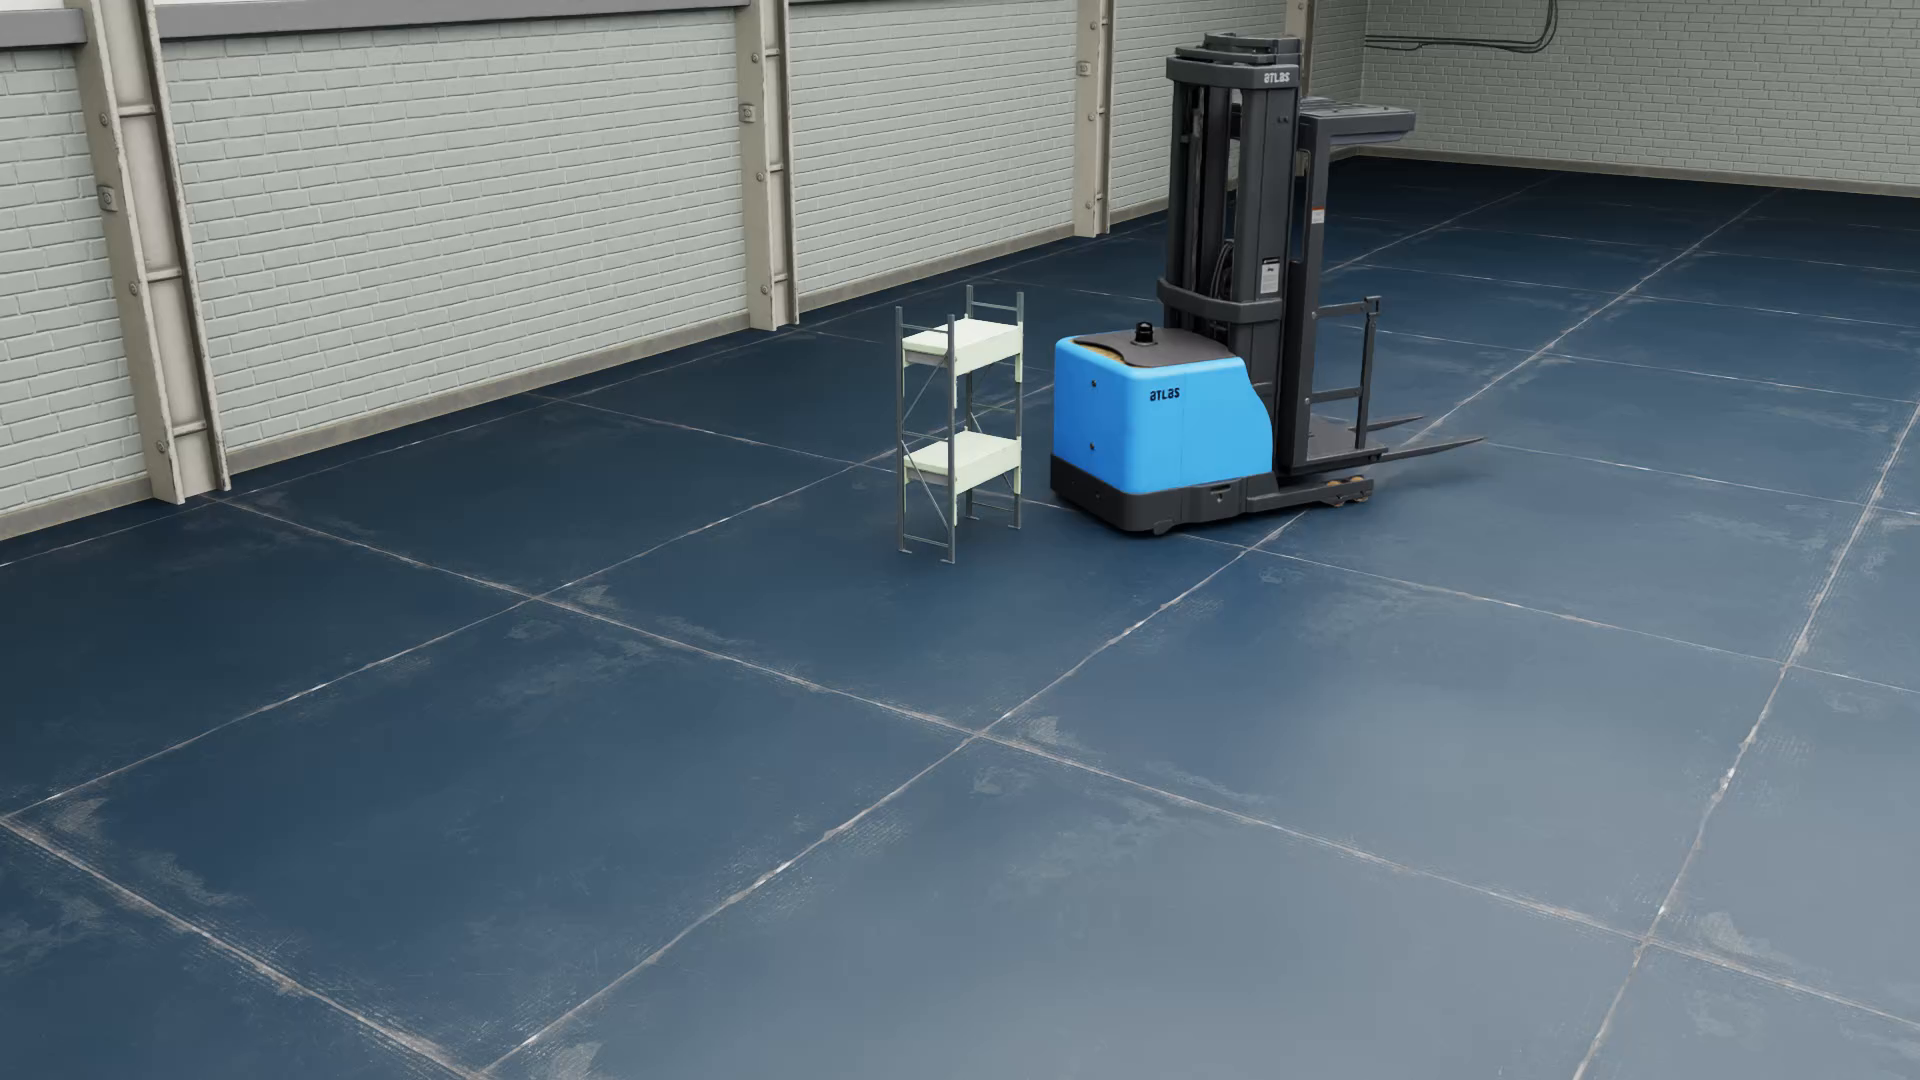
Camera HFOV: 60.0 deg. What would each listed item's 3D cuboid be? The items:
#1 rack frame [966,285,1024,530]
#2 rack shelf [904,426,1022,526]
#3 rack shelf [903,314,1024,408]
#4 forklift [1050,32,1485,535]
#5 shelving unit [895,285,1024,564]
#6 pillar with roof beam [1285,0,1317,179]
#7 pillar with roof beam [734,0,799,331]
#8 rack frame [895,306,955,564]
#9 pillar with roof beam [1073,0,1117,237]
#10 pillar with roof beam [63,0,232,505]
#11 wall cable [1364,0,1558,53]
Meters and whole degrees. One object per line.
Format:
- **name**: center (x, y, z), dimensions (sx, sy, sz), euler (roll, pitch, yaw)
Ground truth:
- **rack frame**: center (0.209, -0.810, 10.294), dimensions (0.400, 1.500, 0.023), euler (13, 24, 32)
- **rack shelf**: center (0.004, -0.400, 10.123), dimensions (0.431, 0.370, 0.720), euler (13, 24, 32)
- **rack shelf**: center (0.004, -1.071, 9.875), dimensions (0.431, 0.370, 0.720), euler (13, 24, 32)
- **forklift**: center (2.148, -1.744, 10.756), dimensions (3.031, 2.935, 1.130), euler (-10, 22, -25)
- **shelving unit**: center (0.004, -0.705, 10.010), dimensions (0.431, 1.500, 0.755), euler (13, 24, 32)
- **pillar with roof beam**: center (8.539, -8.863, 21.256), dimensions (9.100, 9.000, 0.400), euler (13, 24, 32)
- **pillar with roof beam**: center (1.794, -5.420, 11.948), dimensions (9.100, 9.000, 0.400), euler (13, 24, 32)
- **rack frame**: center (-0.202, -0.600, 9.726), dimensions (0.400, 1.500, 0.023), euler (13, 24, 32)
- **pillar with roof beam**: center (5.166, -7.142, 16.602), dimensions (9.100, 9.000, 0.400), euler (13, 24, 32)
- **pillar with roof beam**: center (-1.579, -3.699, 7.294), dimensions (9.100, 9.000, 0.400), euler (13, 24, 32)
- **wall cable**: center (7.729, -8.834, 25.652), dimensions (3.097, 2.526, 0.112), euler (13, 24, 32)
